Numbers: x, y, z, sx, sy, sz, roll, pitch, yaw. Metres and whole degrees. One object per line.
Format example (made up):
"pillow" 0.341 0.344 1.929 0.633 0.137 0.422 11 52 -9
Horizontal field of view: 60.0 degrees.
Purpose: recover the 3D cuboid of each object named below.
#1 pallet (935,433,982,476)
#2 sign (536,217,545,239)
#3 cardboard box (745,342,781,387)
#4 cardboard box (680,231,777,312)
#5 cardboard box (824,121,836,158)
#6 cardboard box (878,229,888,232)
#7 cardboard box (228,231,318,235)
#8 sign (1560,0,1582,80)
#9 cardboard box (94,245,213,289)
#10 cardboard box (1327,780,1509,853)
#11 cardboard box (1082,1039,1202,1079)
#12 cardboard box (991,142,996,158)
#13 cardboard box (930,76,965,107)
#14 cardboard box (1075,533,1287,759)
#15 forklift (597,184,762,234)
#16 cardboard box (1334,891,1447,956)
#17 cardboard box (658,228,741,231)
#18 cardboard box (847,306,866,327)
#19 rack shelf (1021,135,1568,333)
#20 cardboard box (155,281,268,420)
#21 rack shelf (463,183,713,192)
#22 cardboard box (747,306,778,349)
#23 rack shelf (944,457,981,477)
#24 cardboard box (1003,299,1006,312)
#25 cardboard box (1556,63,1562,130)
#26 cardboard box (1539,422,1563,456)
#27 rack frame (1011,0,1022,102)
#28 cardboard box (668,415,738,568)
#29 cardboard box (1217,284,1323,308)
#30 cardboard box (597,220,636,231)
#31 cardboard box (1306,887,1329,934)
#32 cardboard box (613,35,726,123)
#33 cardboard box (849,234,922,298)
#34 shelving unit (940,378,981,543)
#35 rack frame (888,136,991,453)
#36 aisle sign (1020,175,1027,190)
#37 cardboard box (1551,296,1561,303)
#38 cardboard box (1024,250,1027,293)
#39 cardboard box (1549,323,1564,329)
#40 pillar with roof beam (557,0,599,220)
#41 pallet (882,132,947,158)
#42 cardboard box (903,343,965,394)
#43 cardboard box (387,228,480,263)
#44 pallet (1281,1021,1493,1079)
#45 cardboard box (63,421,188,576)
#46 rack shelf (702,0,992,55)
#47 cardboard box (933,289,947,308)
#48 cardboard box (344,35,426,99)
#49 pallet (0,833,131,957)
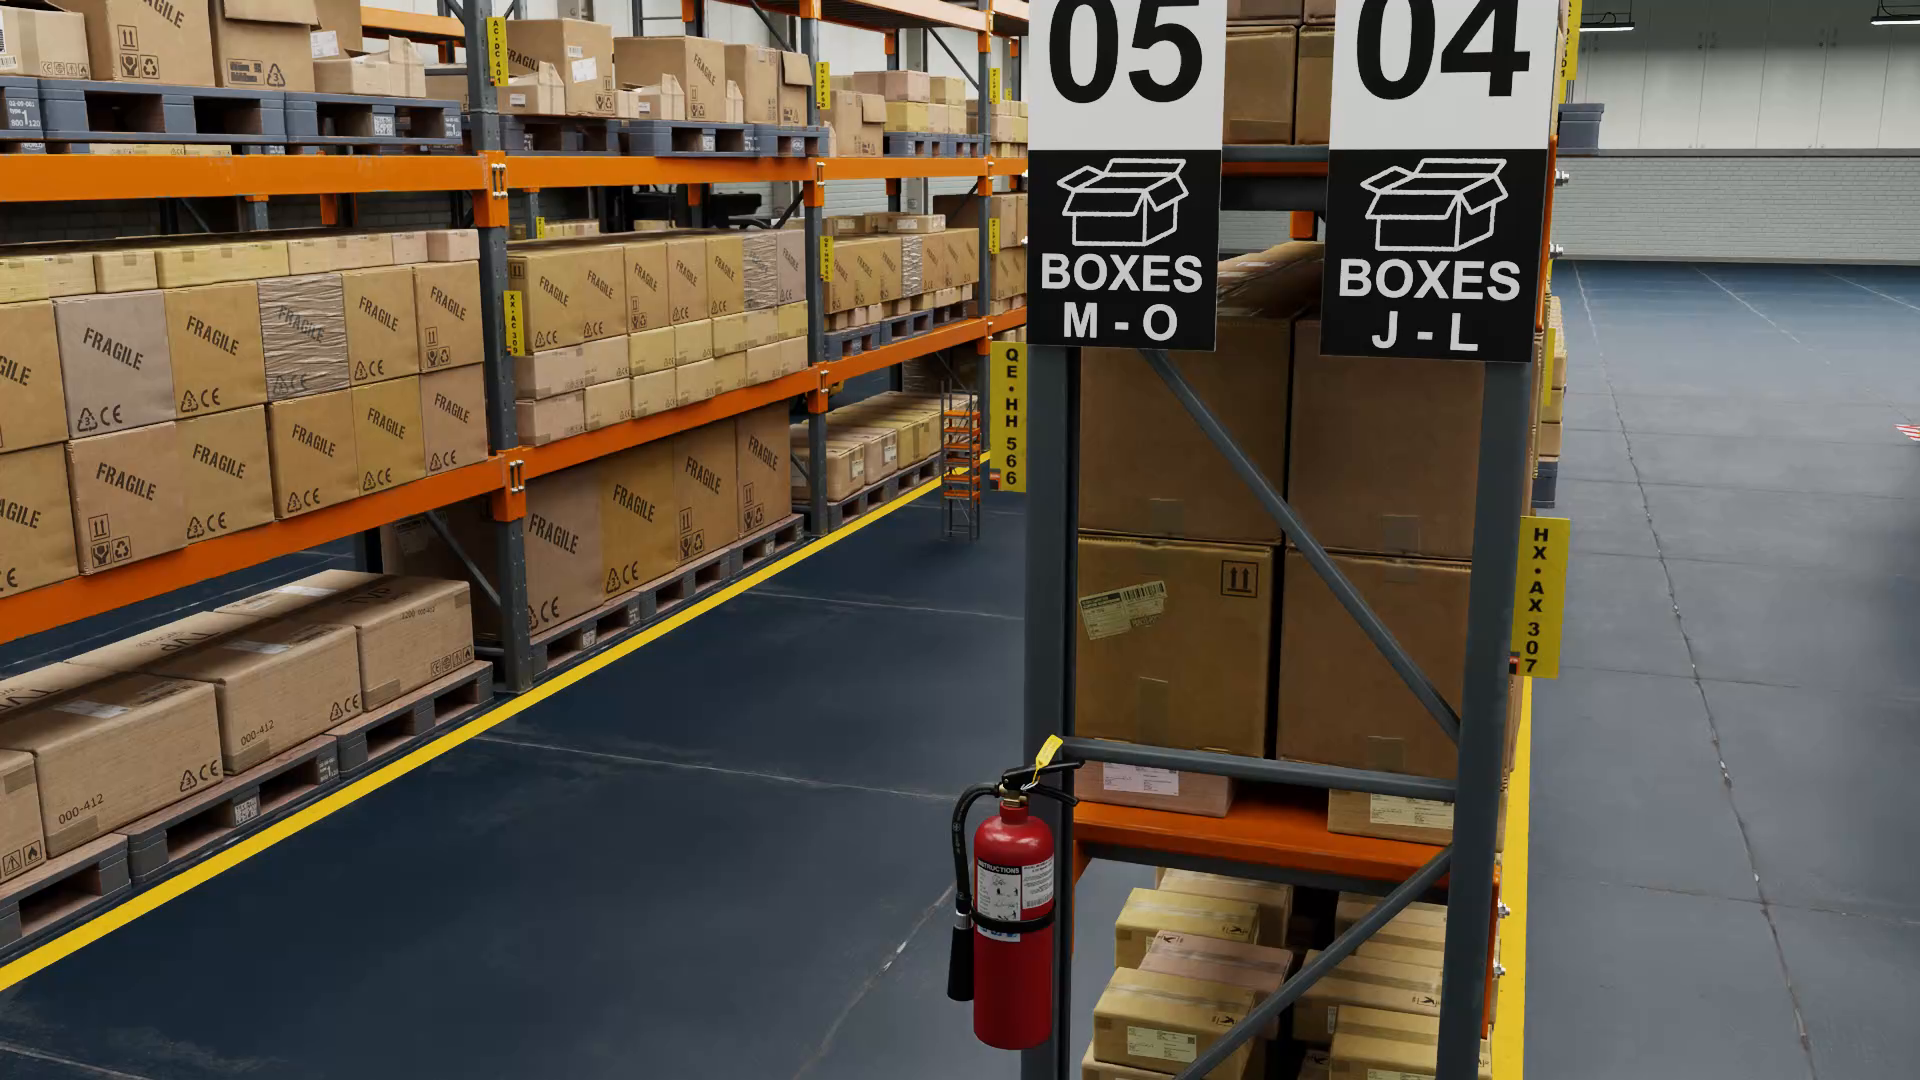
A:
"pallet" -0.453 -0.840 15.695 1.003 0.211 1.213 4 14 18
"sign" -4.384 -3.209 17.384 0.100 0.325 0.005 4 14 18
"cardboard box" -1.565 -1.215 11.406 0.500 0.250 0.500 5 14 19
"cardboard box" -1.574 -1.822 11.256 0.500 0.500 0.500 5 14 19
"cardboard box" -1.151 -3.026 12.567 0.396 0.266 0.258 4 14 18
"cardboard box" -0.787 -2.579 15.209 0.500 0.500 0.500 4 14 19
"cardboard box" -3.249 -1.372 7.829 0.380 0.149 0.250 4 14 18
"sign" 2.442 -2.021 6.700 0.100 0.325 0.005 4 14 18
"cardboard box" -3.166 -1.068 6.497 0.380 0.149 0.250 4 13 17
"cardboard box" 1.047 0.576 3.789 0.380 0.149 0.250 4 14 18
"cardboard box" 0.532 1.406 4.380 0.380 0.149 0.250 4 13 17
"cardboard box" 0.134 -3.752 16.010 0.380 0.149 0.250 4 13 18
"cardboard box" -0.269 -4.070 15.109 0.500 0.250 0.500 5 14 20
"cardboard box" 0.533 0.191 4.017 0.500 0.500 0.500 5 14 20
"forklift" -2.395 -1.984 14.593 1.130 2.935 3.031 5 14 19
"cardboard box" 1.303 1.138 4.885 0.380 0.149 0.250 4 13 16
"cardboard box" -1.887 -1.972 11.914 0.500 0.500 0.500 4 13 17
"cardboard box" -0.960 -1.770 13.124 0.380 0.149 0.250 3 13 15
"rack shelf" 1.279 -1.035 5.157 1.077 0.370 4.000 4 14 18
"cardboard box" -3.180 -0.777 6.681 0.500 0.500 0.500 4 14 19
"rack shelf" -4.253 -4.253 19.257 1.077 0.370 4.000 4 14 18
"cardboard box" -1.575 -1.464 11.374 0.500 0.250 0.500 4 13 17
"rack shelf" 0.005 -0.545 12.378 0.258 0.103 0.180 4 14 18
"cardboard box" 0.236 -2.342 16.571 0.380 0.149 0.250 5 14 20
"cardboard box" 1.193 -1.078 4.067 0.500 0.250 0.500 5 14 20
"cardboard box" 2.488 -0.476 7.455 0.380 0.149 0.250 4 13 16
"rack frame" 1.092 -6.131 19.126 1.000 3.000 0.127 4 14 18
"cardboard box" -2.091 -0.364 11.171 0.875 0.875 0.875 5 14 19
"cardboard box" 0.708 -0.404 4.378 0.500 0.500 0.500 4 13 16
"cardboard box" -4.013 -3.659 19.426 0.380 0.149 0.250 5 14 19
"cardboard box" 1.110 1.231 5.816 0.380 0.149 0.250 5 14 20
"cardboard box" -1.792 -2.846 10.305 0.500 0.500 0.500 4 14 19
"cardboard box" -0.635 -2.326 14.099 0.500 0.500 0.500 4 13 16
"shelving unit" 0.005 -0.588 12.368 0.258 1.200 0.189 4 14 18
"rack frame" -0.202 -2.364 16.104 1.000 3.000 0.127 4 14 18
"aisle sign" 0.819 -4.509 19.659 0.394 0.787 0.004 4 14 18
"cardboard box" 3.495 -1.423 10.264 0.380 0.149 0.250 4 13 16
"cardboard box" 0.519 -2.842 17.307 0.500 0.500 0.500 4 14 18
"cardboard box" 2.906 -1.039 8.582 0.380 0.149 0.250 5 14 20
"pillar with roof beam" -0.611 -6.096 18.973 9.100 9.000 0.400 4 14 18
"pallet" -0.835 -3.394 14.297 1.213 0.211 1.003 4 14 18
"cardboard box" -0.265 -1.738 16.910 0.500 0.500 0.500 4 14 18
"cardboard box" -2.589 -1.444 8.145 0.380 0.149 0.250 4 13 17
"pallet" 0.953 1.673 4.684 1.003 0.211 1.213 4 14 18
"cardboard box" -3.339 -0.181 6.314 0.500 0.500 0.500 4 14 18
"rack shelf" -0.849 -4.322 13.716 1.077 0.370 4.000 4 14 18
"cardboard box" -0.338 -2.153 14.800 0.380 0.149 0.250 4 14 19
"cardboard box" -2.694 -2.172 7.657 0.396 0.266 0.258 5 14 20
"pallet" -3.900 1.348 6.107 1.003 0.211 1.213 4 14 18
